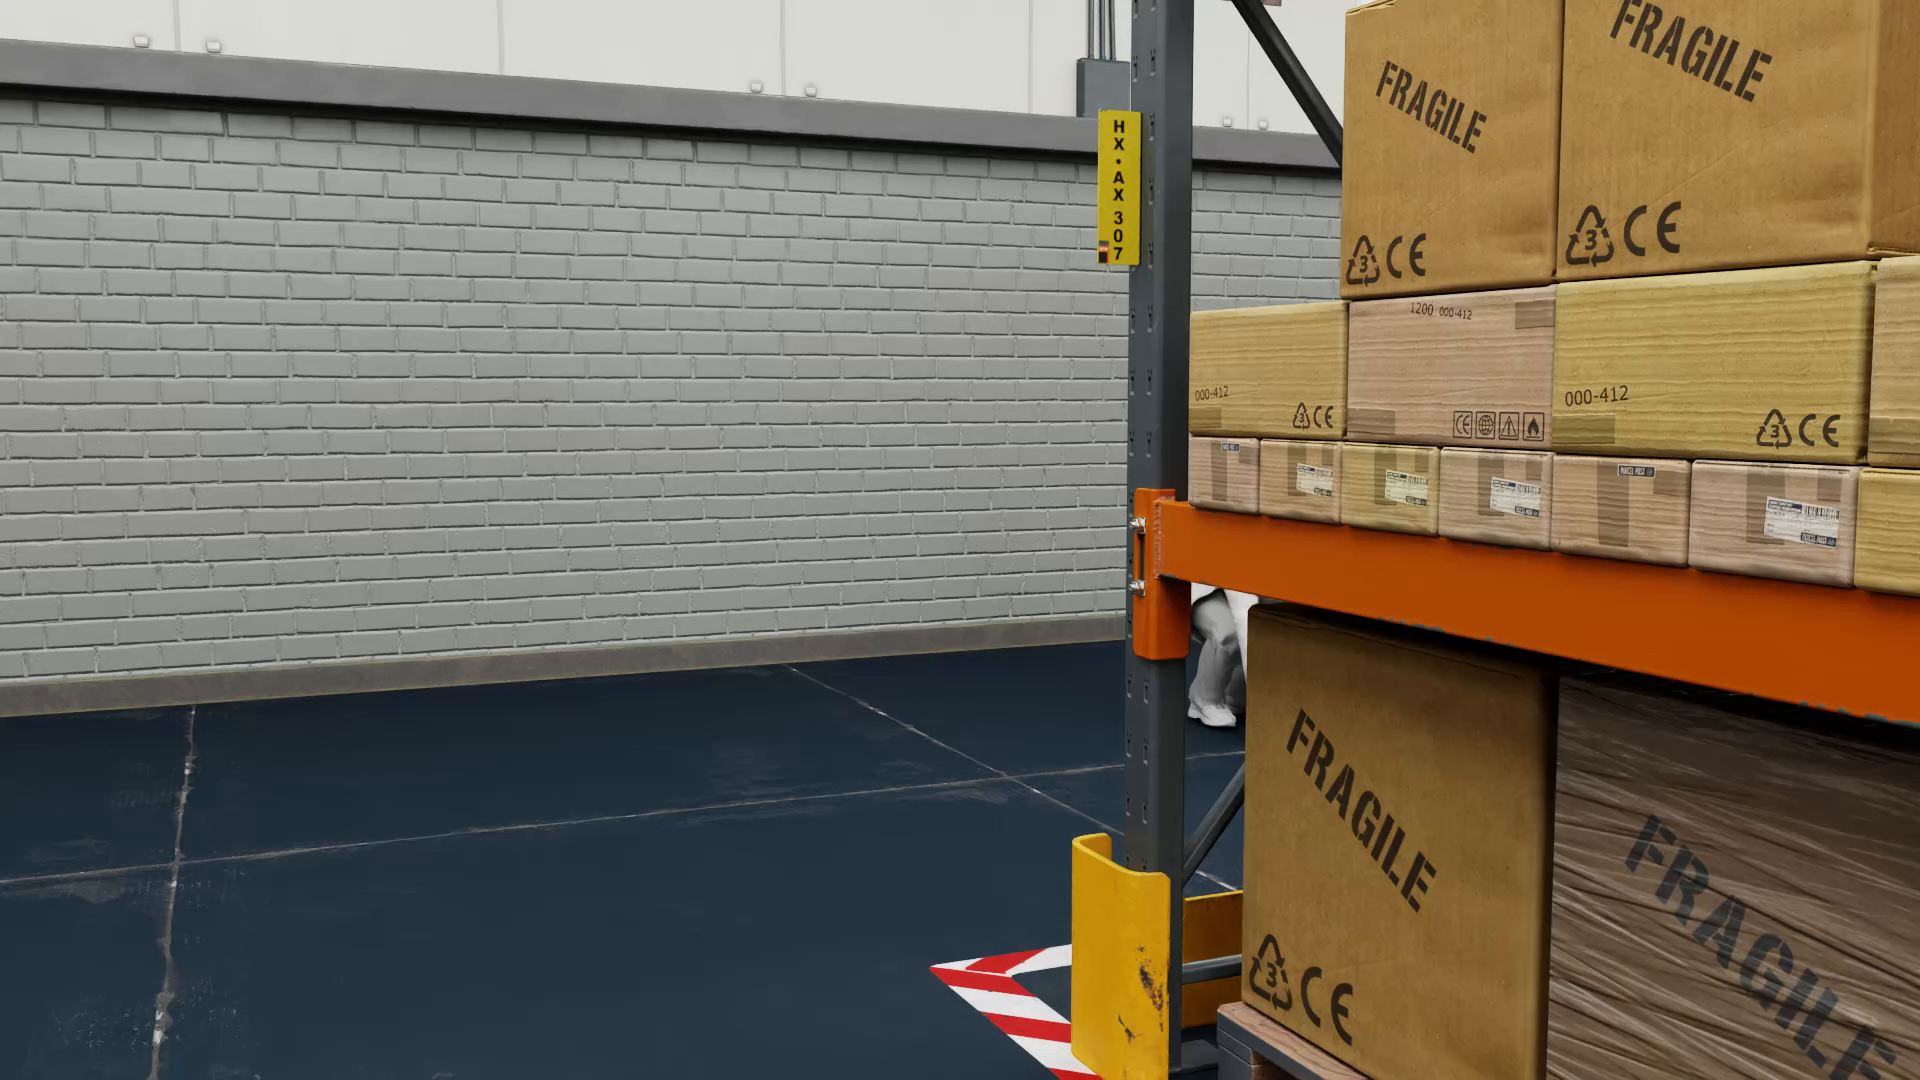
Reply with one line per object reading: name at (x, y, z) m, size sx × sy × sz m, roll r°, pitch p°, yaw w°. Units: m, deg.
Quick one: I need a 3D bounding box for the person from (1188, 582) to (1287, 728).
person at (1.319, 0.354, 7.581) m, size 0.587 × 1.003 × 0.940 m, roll -3°, pitch 6°, yaw -26°
